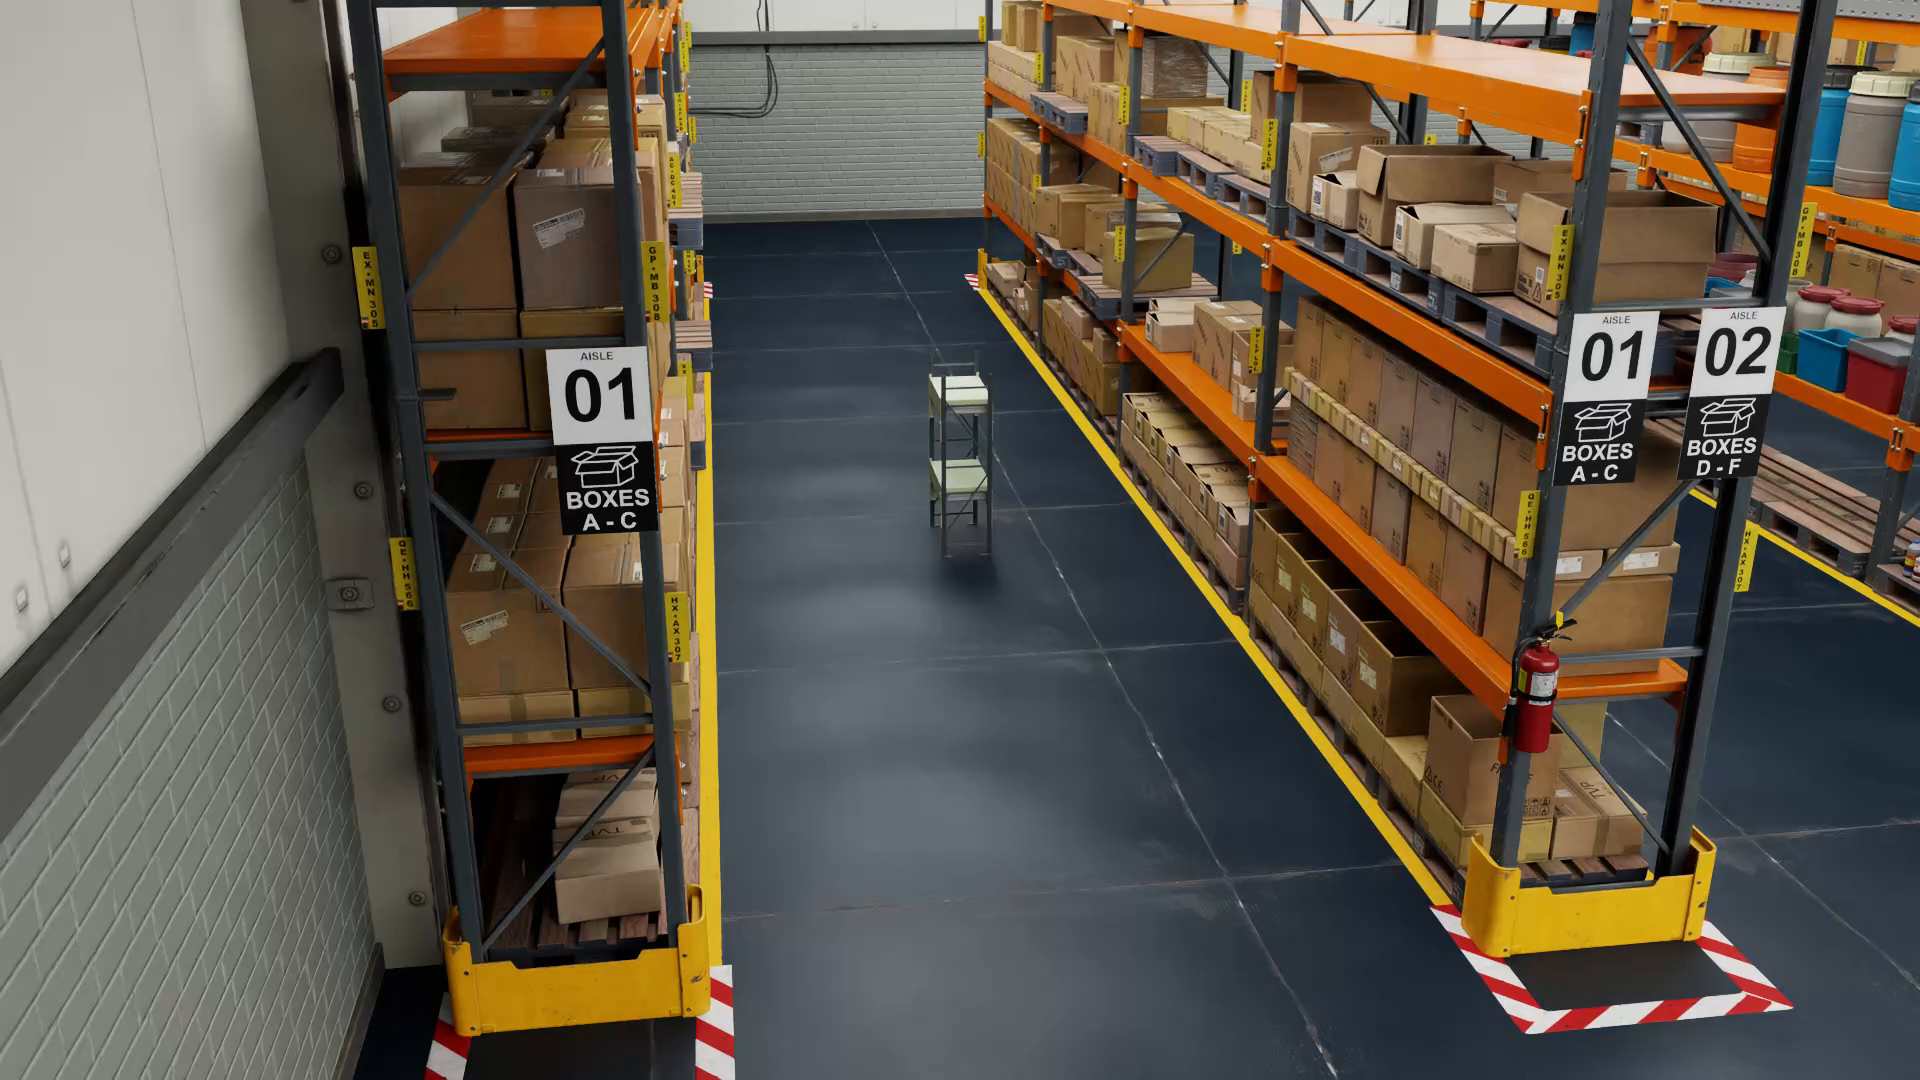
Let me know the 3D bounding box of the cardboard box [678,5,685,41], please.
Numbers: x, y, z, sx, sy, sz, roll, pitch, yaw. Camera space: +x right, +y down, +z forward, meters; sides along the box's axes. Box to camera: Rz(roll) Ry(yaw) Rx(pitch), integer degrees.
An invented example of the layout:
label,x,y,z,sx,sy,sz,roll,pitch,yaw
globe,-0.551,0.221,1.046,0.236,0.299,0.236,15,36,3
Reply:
label,x,y,z,sx,sy,sz,roll,pitch,yaw
cardboard box,-3.629,-6.245,20.262,0.500,0.500,0.500,-2,21,-6

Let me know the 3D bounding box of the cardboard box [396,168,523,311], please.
label,x,y,z,sx,sy,sz,roll,pitch,yaw
cardboard box,-2.081,-1.255,6.901,0.500,0.500,0.500,-2,21,-5

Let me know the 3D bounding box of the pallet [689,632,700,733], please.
label,x,y,z,sx,sy,sz,roll,pitch,yaw
pallet,-2.205,0.963,10.836,1.003,0.211,1.213,-3,21,-8

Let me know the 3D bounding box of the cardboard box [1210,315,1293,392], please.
label,x,y,z,sx,sy,sz,roll,pitch,yaw
cardboard box,2.322,-1.494,13.287,0.500,0.500,0.500,-3,21,-8

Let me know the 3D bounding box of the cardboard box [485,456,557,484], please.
label,x,y,z,sx,sy,sz,roll,pitch,yaw
cardboard box,-2.252,-0.160,8.971,0.500,0.500,0.500,-3,21,-7

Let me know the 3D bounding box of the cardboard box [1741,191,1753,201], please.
label,x,y,z,sx,sy,sz,roll,pitch,yaw
cardboard box,10.626,-4.598,22.098,0.380,0.149,0.250,-3,21,-7

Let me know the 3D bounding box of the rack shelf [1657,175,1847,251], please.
label,x,y,z,sx,sy,sz,roll,pitch,yaw
rack shelf,10.927,-4.449,22.368,1.077,0.370,4.000,-3,21,-8

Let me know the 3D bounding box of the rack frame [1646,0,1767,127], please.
label,x,y,z,sx,sy,sz,roll,pitch,yaw
rack frame,6.891,-5.269,14.962,1.000,3.000,0.127,-3,21,-8

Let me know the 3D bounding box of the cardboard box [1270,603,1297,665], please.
label,x,y,z,sx,sy,sz,roll,pitch,yaw
cardboard box,2.399,0.616,11.111,0.500,0.250,0.500,-3,21,-8

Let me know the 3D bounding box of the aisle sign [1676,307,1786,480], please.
label,x,y,z,sx,sy,sz,roll,pitch,yaw
aisle sign,3.454,-0.651,7.456,0.394,0.787,0.004,-3,21,-8

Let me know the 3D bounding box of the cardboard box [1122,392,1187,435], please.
label,x,y,z,sx,sy,sz,roll,pitch,yaw
cardboard box,1.773,-1.185,15.130,0.500,0.311,0.500,-2,21,-6

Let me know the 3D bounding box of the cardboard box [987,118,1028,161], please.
label,x,y,z,sx,sy,sz,roll,pitch,yaw
cardboard box,0.638,-5.328,22.123,0.500,0.500,0.500,-2,21,-6

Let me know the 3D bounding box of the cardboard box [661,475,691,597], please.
label,x,y,z,sx,sy,sz,roll,pitch,yaw
cardboard box,-1.661,-0.011,8.572,0.500,0.500,0.500,-4,21,-10

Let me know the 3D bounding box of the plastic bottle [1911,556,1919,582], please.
label,x,y,z,sx,sy,sz,roll,pitch,yaw
plastic bottle,7.094,0.199,12.267,0.097,0.201,0.097,0,20,0

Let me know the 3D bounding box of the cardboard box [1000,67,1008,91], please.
label,x,y,z,sx,sy,sz,roll,pitch,yaw
cardboard box,0.791,-5.777,20.824,0.500,0.250,0.500,-3,21,-8

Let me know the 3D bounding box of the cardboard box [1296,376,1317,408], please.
label,x,y,z,sx,sy,sz,roll,pitch,yaw
cardboard box,2.449,-0.986,10.999,0.380,0.149,0.250,-3,21,-7

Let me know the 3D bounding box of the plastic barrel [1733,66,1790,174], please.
label,x,y,z,sx,sy,sz,roll,pitch,yaw
plastic barrel,6.889,-3.543,14.015,0.600,0.830,0.708,-3,21,-8

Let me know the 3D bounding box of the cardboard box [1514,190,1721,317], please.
label,x,y,z,sx,sy,sz,roll,pitch,yaw
cardboard box,3.063,-1.355,7.822,0.797,0.503,0.637,-1,21,-4

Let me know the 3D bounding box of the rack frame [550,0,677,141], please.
label,x,y,z,sx,sy,sz,roll,pitch,yaw
rack frame,-2.913,-4.769,13.624,1.000,3.000,0.127,-3,21,-8

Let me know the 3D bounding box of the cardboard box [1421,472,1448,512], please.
label,x,y,z,sx,sy,sz,roll,pitch,yaw
cardboard box,2.750,-0.271,9.084,0.380,0.149,0.250,-2,21,-6

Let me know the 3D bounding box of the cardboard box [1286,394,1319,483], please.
label,x,y,z,sx,sy,sz,roll,pitch,yaw
cardboard box,2.635,-0.719,11.210,0.700,0.500,0.500,-3,21,-9

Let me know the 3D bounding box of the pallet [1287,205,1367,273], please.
label,x,y,z,sx,sy,sz,roll,pitch,yaw
pallet,2.714,-1.895,10.341,1.003,0.211,1.213,-3,21,-8

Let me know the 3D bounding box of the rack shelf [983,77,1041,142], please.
label,x,y,z,sx,sy,sz,roll,pitch,yaw
rack shelf,1.124,-5.356,20.509,1.077,0.370,4.000,-3,21,-8

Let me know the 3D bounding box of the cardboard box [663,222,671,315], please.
label,x,y,z,sx,sy,sz,roll,pitch,yaw
cardboard box,-1.841,-1.507,9.006,0.500,0.500,0.500,-4,21,-10

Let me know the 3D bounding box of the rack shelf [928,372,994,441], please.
label,x,y,z,sx,sy,sz,roll,pitch,yaw
rack shelf,0.001,-1.066,13.311,0.431,0.370,0.720,-3,21,-8

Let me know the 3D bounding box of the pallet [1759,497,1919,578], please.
label,x,y,z,sx,sy,sz,roll,pitch,yaw
pallet,7.316,-0.037,13.514,1.003,0.211,1.213,-3,21,-8

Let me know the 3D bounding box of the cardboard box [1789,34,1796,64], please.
label,x,y,z,sx,sy,sz,roll,pitch,yaw
cardboard box,10.970,-6.243,20.972,0.700,0.500,0.500,-2,21,-5

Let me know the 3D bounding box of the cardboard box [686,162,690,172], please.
label,x,y,z,sx,sy,sz,roll,pitch,yaw
cardboard box,-3.766,-4.177,20.185,0.980,0.700,0.700,-4,21,-10

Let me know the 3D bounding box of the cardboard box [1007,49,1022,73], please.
label,x,y,z,sx,sy,sz,roll,pitch,yaw
cardboard box,0.863,-5.838,20.274,0.500,0.250,0.500,-3,21,-8

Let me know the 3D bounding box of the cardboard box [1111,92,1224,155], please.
label,x,y,z,sx,sy,sz,roll,pitch,yaw
cardboard box,1.892,-3.811,15.204,0.910,0.500,0.500,-3,21,-8

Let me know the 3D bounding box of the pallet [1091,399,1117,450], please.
label,x,y,z,sx,sy,sz,roll,pitch,yaw
pallet,1.918,-1.164,16.531,1.003,0.211,1.213,-3,21,-8

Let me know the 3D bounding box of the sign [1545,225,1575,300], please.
label,x,y,z,sx,sy,sz,roll,pitch,yaw
sign,2.603,-1.200,7.204,0.100,0.325,0.005,-3,21,-8

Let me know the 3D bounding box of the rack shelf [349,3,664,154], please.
label,x,y,z,sx,sy,sz,roll,pitch,yaw
rack shelf,-2.048,-2.353,8.188,1.077,0.370,4.000,-3,21,-8

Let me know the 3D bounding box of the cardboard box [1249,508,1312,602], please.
label,x,y,z,sx,sy,sz,roll,pitch,yaw
cardboard box,2.322,0.091,11.442,0.500,0.500,0.500,-3,21,-8

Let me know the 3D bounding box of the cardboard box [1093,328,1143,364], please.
label,x,y,z,sx,sy,sz,roll,pitch,yaw
cardboard box,1.609,-1.928,16.462,0.500,0.250,0.500,-2,21,-6

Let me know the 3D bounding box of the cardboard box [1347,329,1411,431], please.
label,x,y,z,sx,sy,sz,roll,pitch,yaw
cardboard box,2.781,-0.978,10.050,0.700,0.500,0.500,-3,21,-8

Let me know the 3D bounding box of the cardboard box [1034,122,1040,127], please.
label,x,y,z,sx,sy,sz,roll,pitch,yaw
cardboard box,1.245,-5.180,21.726,0.500,0.500,0.500,-2,21,-6

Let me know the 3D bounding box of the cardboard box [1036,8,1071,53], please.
label,x,y,z,sx,sy,sz,roll,pitch,yaw
cardboard box,1.294,-6.035,19.728,0.700,0.500,0.500,-3,21,-8

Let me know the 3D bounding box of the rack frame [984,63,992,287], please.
label,x,y,z,sx,sy,sz,roll,pitch,yaw
rack frame,0.835,-4.980,22.762,1.000,3.000,0.127,-3,21,-8

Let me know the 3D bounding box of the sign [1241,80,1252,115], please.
label,x,y,z,sx,sy,sz,roll,pitch,yaw
sign,2.539,-3.920,14.784,0.100,0.325,0.005,-3,21,-8

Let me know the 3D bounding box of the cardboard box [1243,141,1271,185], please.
label,x,y,z,sx,sy,sz,roll,pitch,yaw
cardboard box,2.404,-2.761,12.147,0.500,0.250,0.500,-5,21,-13

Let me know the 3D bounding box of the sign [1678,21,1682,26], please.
label,x,y,z,sx,sy,sz,roll,pitch,yaw
sign,10.089,-7.304,23.335,0.100,0.325,0.005,-3,21,-8

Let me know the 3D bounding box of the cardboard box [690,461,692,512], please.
label,x,y,z,sx,sy,sz,roll,pitch,yaw
cardboard box,-1.968,-0.364,10.590,0.500,0.250,0.500,-3,21,-8

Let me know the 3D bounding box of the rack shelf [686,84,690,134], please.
label,x,y,z,sx,sy,sz,roll,pitch,yaw
rack shelf,-3.778,-5.104,19.837,1.077,0.370,4.000,-3,21,-8

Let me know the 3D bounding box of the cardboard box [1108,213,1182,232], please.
label,x,y,z,sx,sy,sz,roll,pitch,yaw
cardboard box,1.843,-2.992,16.697,0.700,0.500,0.500,1,20,2

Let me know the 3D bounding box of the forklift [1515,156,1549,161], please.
label,x,y,z,sx,sy,sz,roll,pitch,yaw
forklift,4.882,-2.004,14.893,1.130,2.935,3.031,18,27,40

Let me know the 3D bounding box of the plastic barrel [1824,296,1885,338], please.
label,x,y,z,sx,sy,sz,roll,pitch,yaw
plastic barrel,7.441,-1.734,13.876,0.433,0.535,0.433,0,20,0

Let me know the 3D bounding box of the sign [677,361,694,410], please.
label,x,y,z,sx,sy,sz,roll,pitch,yaw
sign,-1.800,-1.009,10.895,0.100,0.325,0.005,-3,21,-8

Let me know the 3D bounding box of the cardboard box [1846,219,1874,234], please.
label,x,y,z,sx,sy,sz,roll,pitch,yaw
cardboard box,11.034,-3.968,19.911,0.500,0.500,0.500,-3,21,-8

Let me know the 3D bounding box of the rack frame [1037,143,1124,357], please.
label,x,y,z,sx,sy,sz,roll,pitch,yaw
rack frame,1.412,-3.595,19.054,1.000,3.000,0.127,-3,21,-8

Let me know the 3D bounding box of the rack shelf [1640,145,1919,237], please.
label,x,y,z,sx,sy,sz,roll,pitch,yaw
rack shelf,7.179,-2.834,13.758,1.077,0.370,4.000,-3,21,-8

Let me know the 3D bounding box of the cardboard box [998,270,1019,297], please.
label,x,y,z,sx,sy,sz,roll,pitch,yaw
cardboard box,0.777,-3.349,21.697,0.500,0.250,0.500,-3,21,-8

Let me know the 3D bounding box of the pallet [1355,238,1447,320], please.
label,x,y,z,sx,sy,sz,roll,pitch,yaw
pallet,2.886,-1.473,9.213,1.003,0.211,1.213,-3,21,-8

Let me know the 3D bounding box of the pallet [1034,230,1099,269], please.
label,x,y,z,sx,sy,sz,roll,pitch,yaw
pallet,1.419,-3.223,18.332,1.003,0.211,1.213,-3,21,-8

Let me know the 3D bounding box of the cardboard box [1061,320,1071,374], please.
label,x,y,z,sx,sy,sz,roll,pitch,yaw
cardboard box,1.393,-2.093,17.976,0.500,0.500,0.500,-3,21,-7

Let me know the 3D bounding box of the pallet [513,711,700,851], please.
label,x,y,z,sx,sy,sz,roll,pitch,yaw
pallet,-2.025,1.386,9.702,1.003,0.211,1.213,-3,21,-8

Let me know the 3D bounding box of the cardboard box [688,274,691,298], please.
label,x,y,z,sx,sy,sz,roll,pitch,yaw
cardboard box,-2.796,-2.517,15.572,0.500,0.500,0.500,-2,21,-6

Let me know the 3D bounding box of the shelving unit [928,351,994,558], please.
label,x,y,z,sx,sy,sz,roll,pitch,yaw
shelving unit,0.001,-0.700,13.448,0.431,1.500,0.755,-3,21,-8
